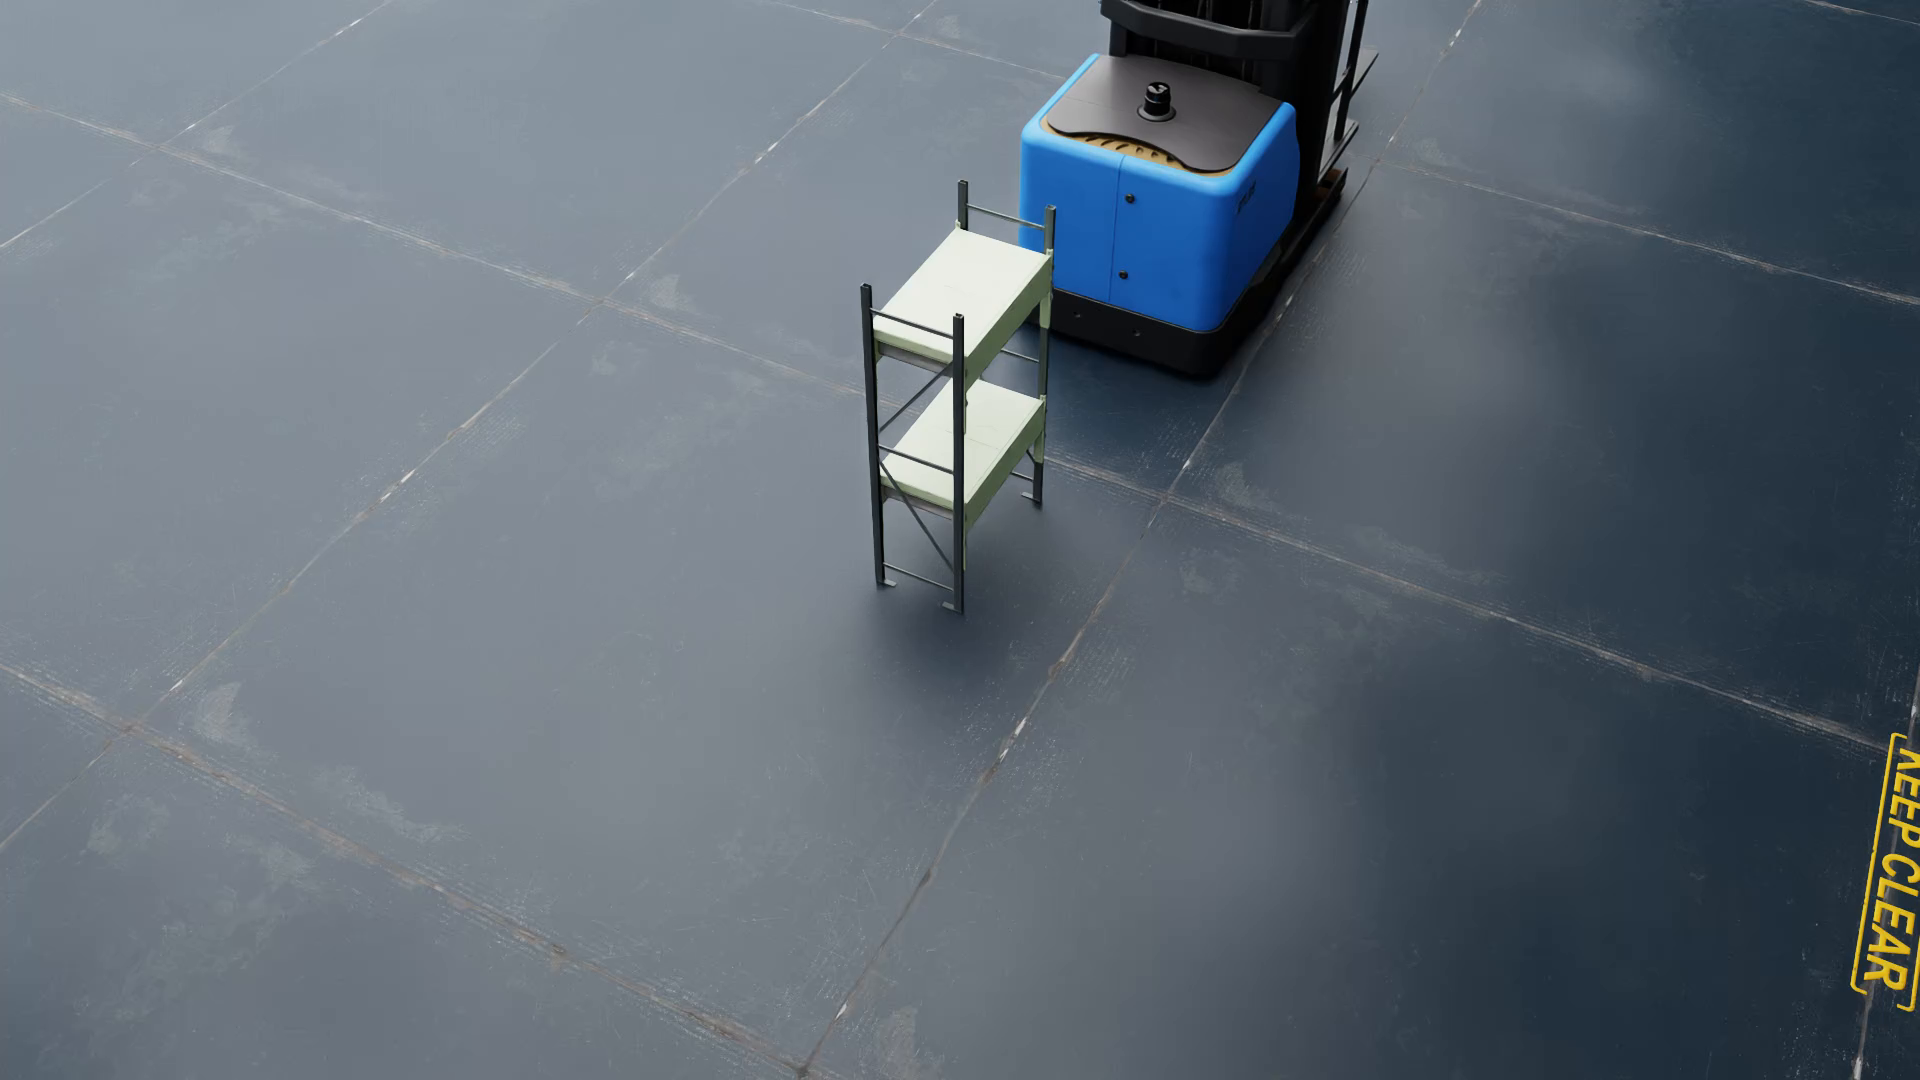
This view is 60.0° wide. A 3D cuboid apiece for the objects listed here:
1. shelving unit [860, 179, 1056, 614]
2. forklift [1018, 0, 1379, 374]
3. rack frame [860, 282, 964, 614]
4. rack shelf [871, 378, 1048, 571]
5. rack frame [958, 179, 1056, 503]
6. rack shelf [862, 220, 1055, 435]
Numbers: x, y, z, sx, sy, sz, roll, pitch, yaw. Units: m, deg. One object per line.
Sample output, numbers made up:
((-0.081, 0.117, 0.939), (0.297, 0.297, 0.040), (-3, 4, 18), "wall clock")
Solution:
((0.003, -0.531, 6.501), (0.431, 1.500, 0.755), (20, 49, 19), "shelving unit")
((1.389, -2.845, 7.781), (1.130, 2.935, 3.031), (21, 49, 19), "forklift")
((-0.167, -0.301, 6.273), (0.400, 1.500, 0.023), (20, 49, 19), "rack frame")
((0.003, -0.302, 6.733), (0.431, 0.370, 0.720), (20, 49, 19), "rack shelf")
((0.173, -0.762, 6.729), (0.400, 1.500, 0.023), (20, 49, 19), "rack frame")
((0.003, -0.806, 6.223), (0.431, 0.370, 0.720), (20, 49, 19), "rack shelf")
